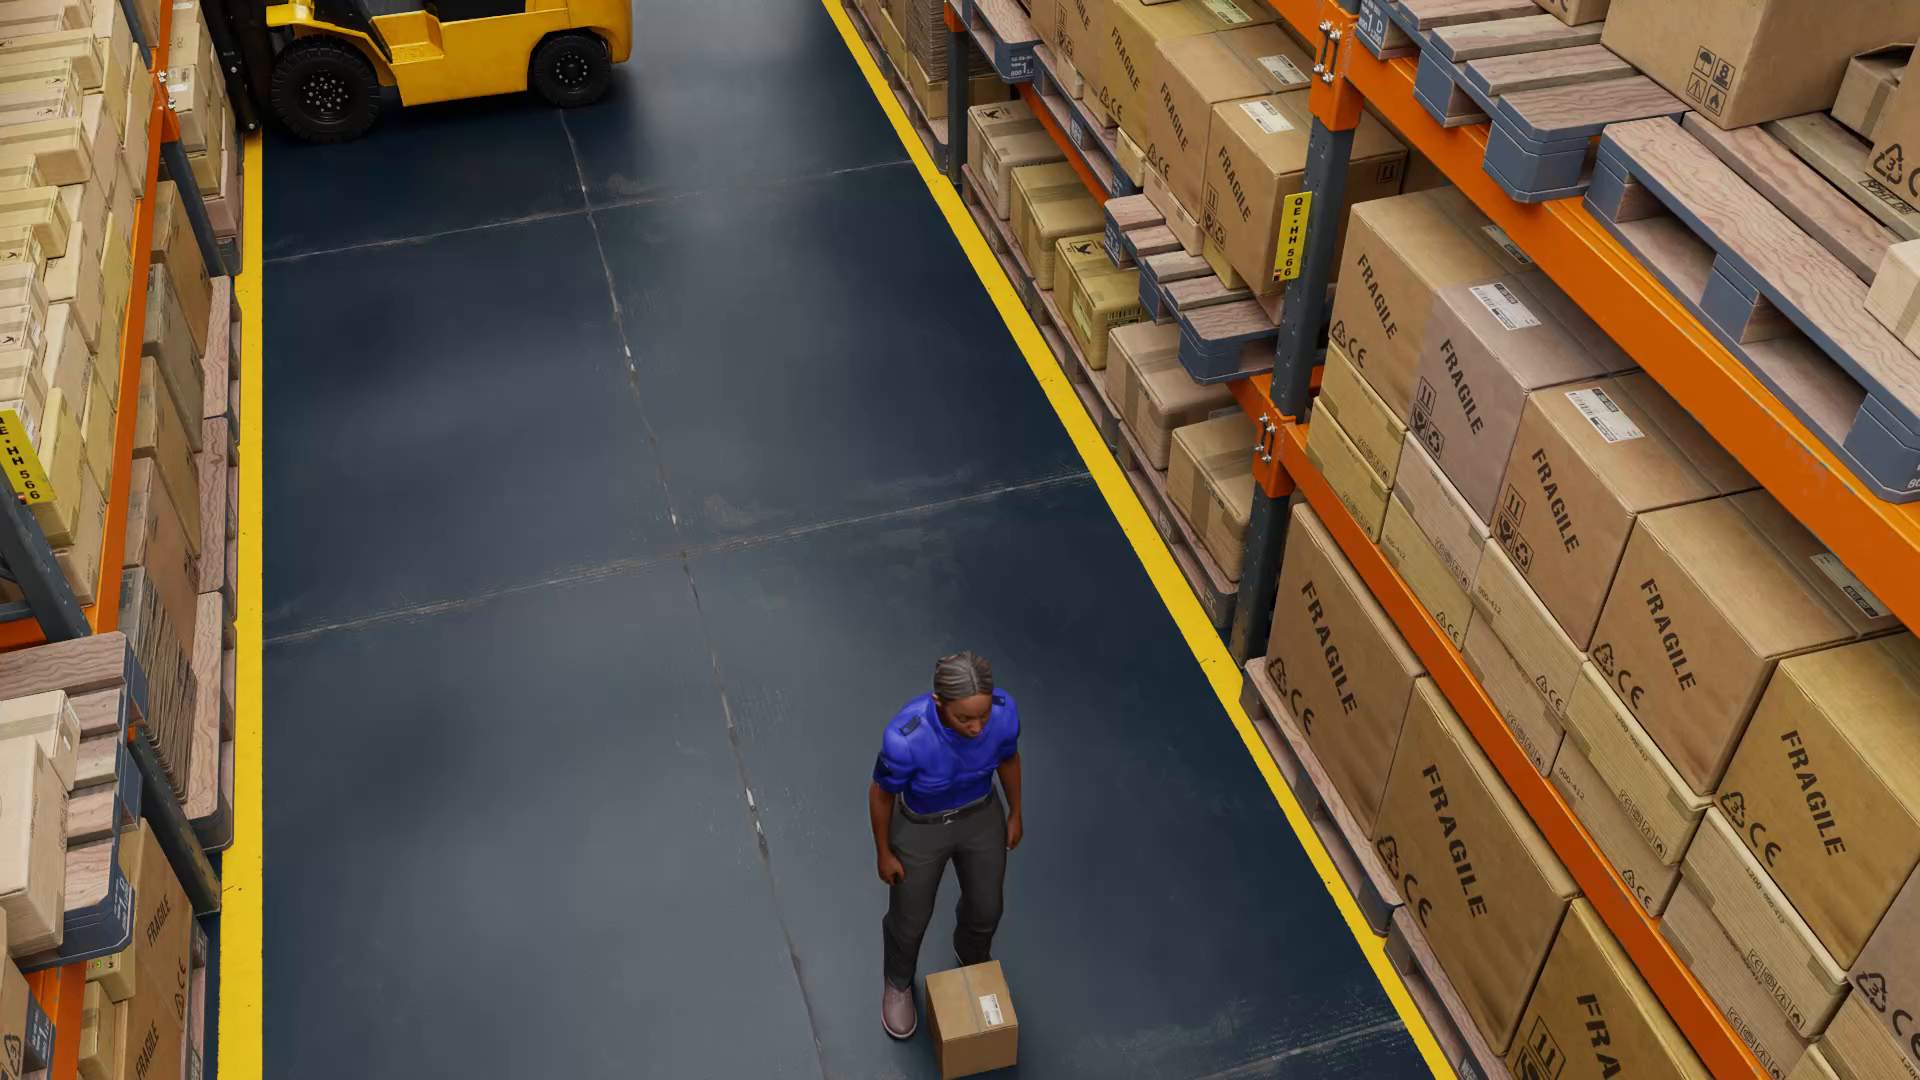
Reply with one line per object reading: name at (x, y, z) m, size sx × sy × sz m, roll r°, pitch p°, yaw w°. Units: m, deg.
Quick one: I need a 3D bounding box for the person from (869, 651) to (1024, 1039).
person at (-0.043, 0.913, 5.168) m, size 0.524 × 1.653 × 0.352 m, roll -14°, pitch 44°, yaw -15°
